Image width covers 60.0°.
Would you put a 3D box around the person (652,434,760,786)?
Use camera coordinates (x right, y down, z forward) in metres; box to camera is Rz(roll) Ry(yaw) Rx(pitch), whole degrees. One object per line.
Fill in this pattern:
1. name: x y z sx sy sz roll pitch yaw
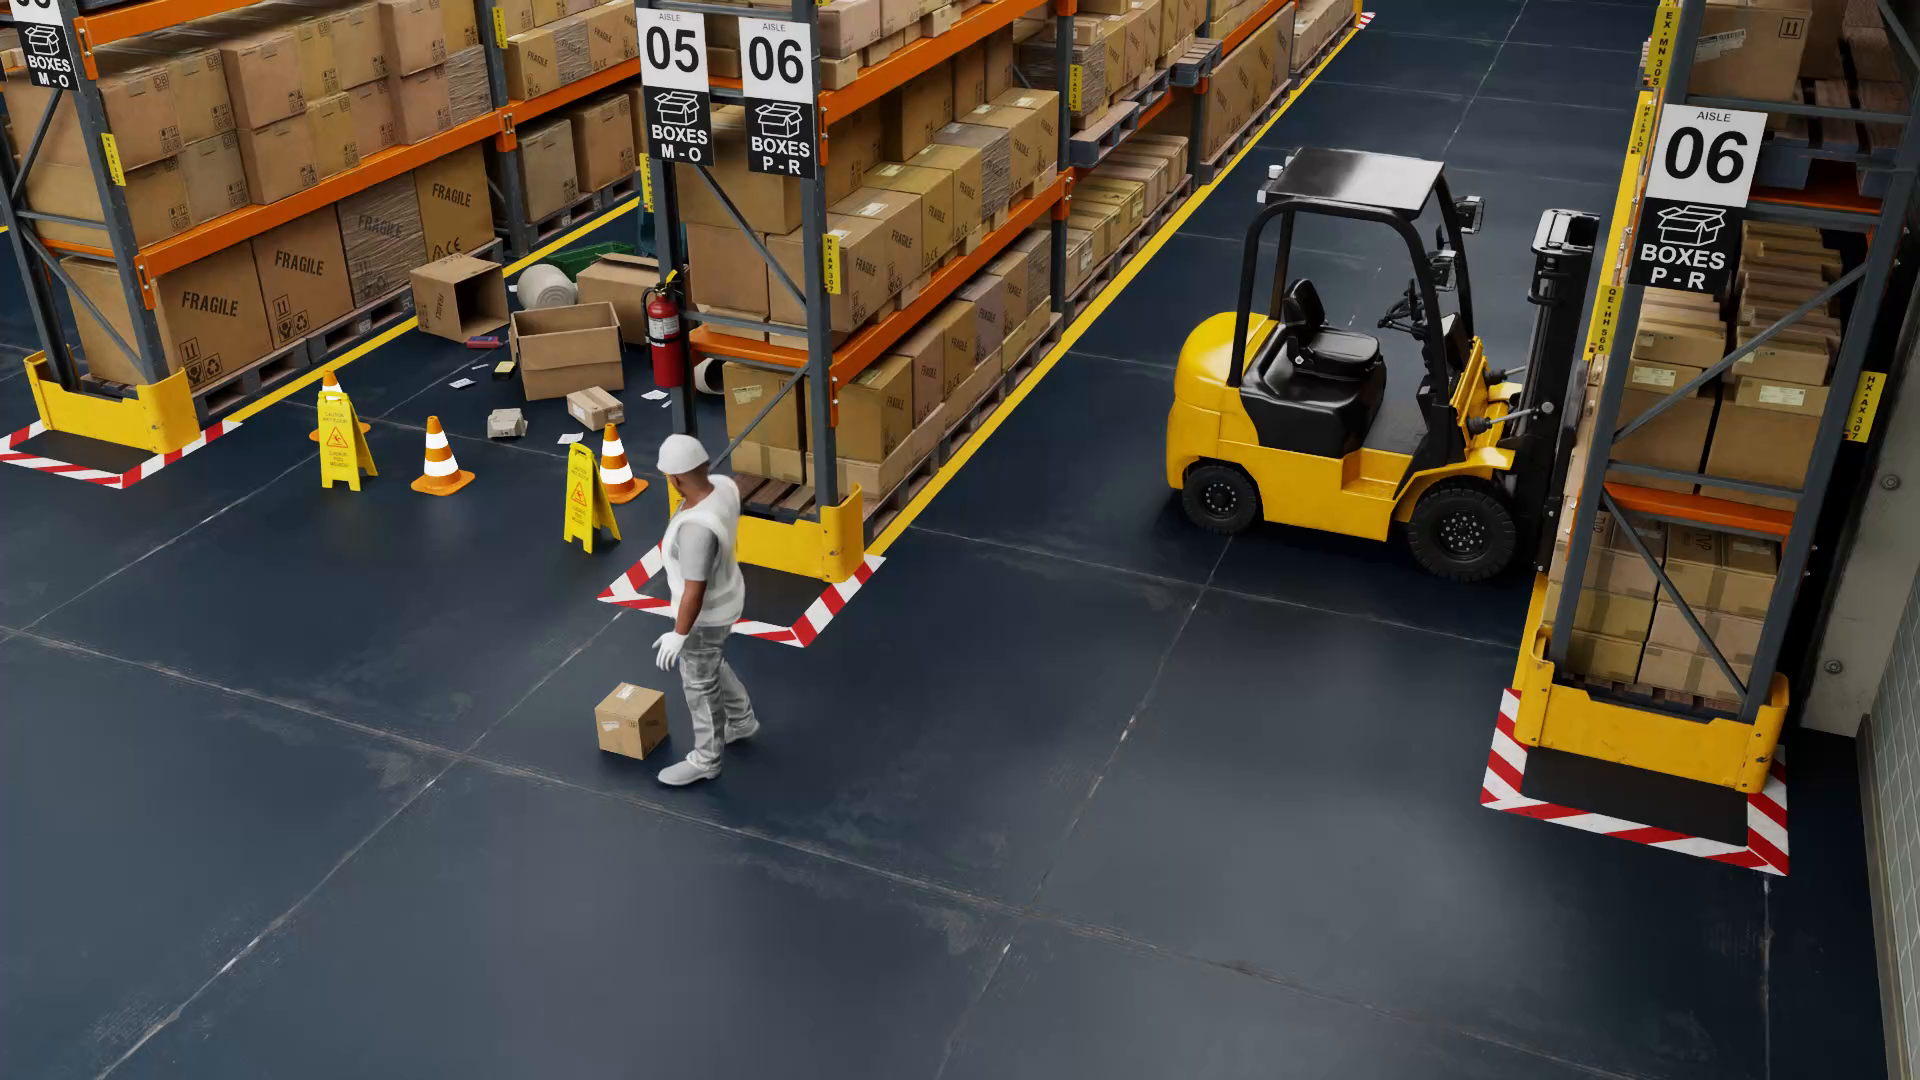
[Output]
1. person: -1.230 0.338 7.780 0.461 1.804 0.651 1 29 1
